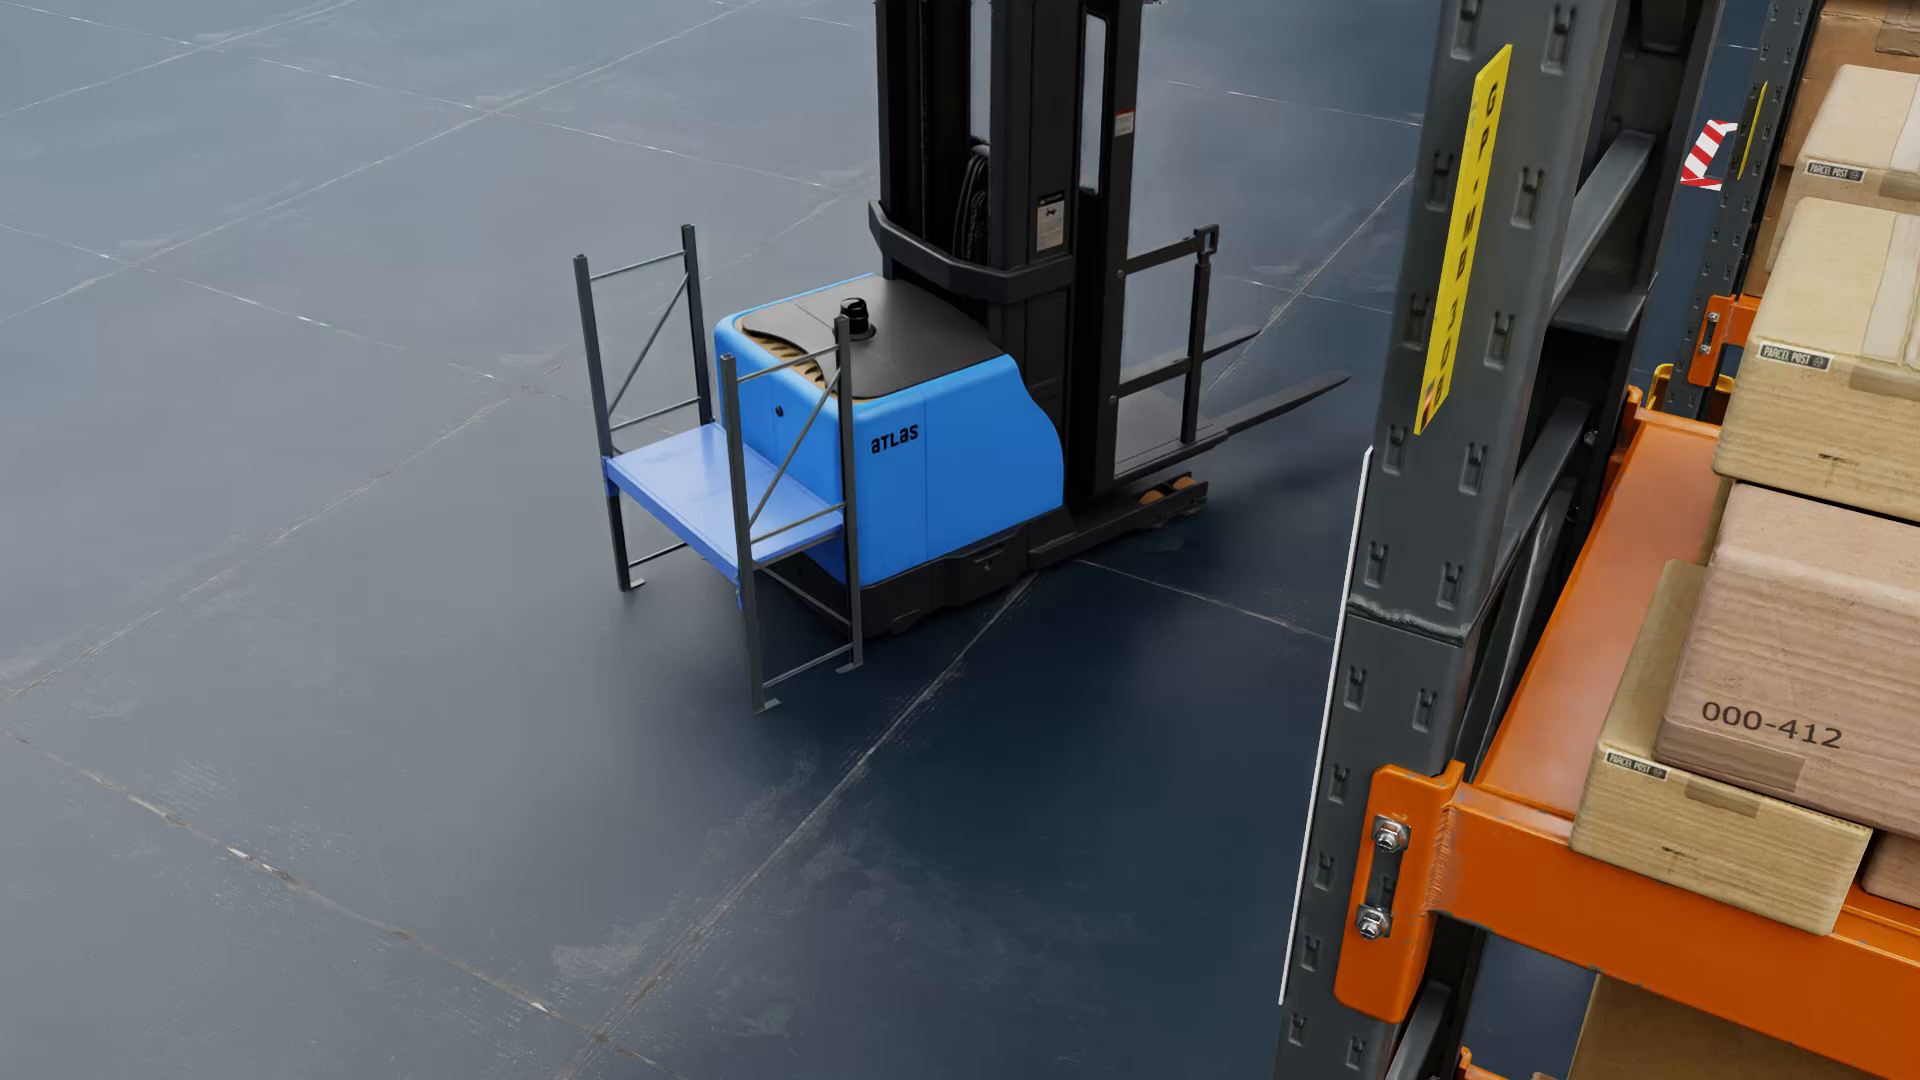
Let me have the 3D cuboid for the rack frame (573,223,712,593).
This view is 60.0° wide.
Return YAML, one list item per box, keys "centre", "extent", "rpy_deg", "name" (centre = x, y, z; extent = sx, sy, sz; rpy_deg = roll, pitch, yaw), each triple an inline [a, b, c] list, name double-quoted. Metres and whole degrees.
- centre: [-1.219, -0.497, 6.644]
  extent: [0.500, 1.500, 0.032]
  rpy_deg: [-24, 40, -31]
  name: "rack frame"

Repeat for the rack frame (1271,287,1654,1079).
- centre: [0.700, 1.100, 2.892]
  extent: [0.127, 3.000, 1.000]
  rpy_deg: [18, 37, 24]
  name: "rack frame"

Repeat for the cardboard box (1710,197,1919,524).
- centre: [0.907, -0.180, 1.615]
  extent: [0.250, 0.149, 0.380]
  rpy_deg: [17, 37, 24]
  name: "cardboard box"

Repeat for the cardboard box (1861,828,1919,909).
- centre: [1.099, 0.233, 1.715]
  extent: [0.250, 0.149, 0.380]
  rpy_deg: [16, 37, 23]
  name: "cardboard box"

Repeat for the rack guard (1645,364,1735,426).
- centre: [3.047, -0.276, 7.214]
  extent: [0.348, 0.500, 1.175]
  rpy_deg: [18, 37, 24]
  name: "rack guard"

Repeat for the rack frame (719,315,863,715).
- centre: [-0.584, -0.057, 5.983]
  extent: [0.500, 1.500, 0.032]
  rpy_deg: [-24, 40, -31]
  name: "rack frame"

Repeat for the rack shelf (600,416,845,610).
- centre: [-0.902, -0.128, 6.413]
  extent: [0.538, 0.185, 1.000]
  rpy_deg: [-24, 40, -31]
  name: "rack shelf"

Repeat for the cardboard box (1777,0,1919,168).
- centre: [3.371, -1.701, 5.989]
  extent: [0.550, 0.550, 0.875]
  rpy_deg: [18, 37, 24]
  name: "cardboard box"

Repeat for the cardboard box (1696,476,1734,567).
- centre: [1.148, -0.081, 2.185]
  extent: [0.250, 0.149, 0.380]
  rpy_deg: [18, 38, 25]
  name: "cardboard box"

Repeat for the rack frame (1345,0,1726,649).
- centre: [0.700, -1.397, 1.229]
  extent: [0.127, 3.000, 1.000]
  rpy_deg: [18, 37, 24]
  name: "rack frame"

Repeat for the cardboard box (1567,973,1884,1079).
- centre: [1.252, 0.554, 2.452]
  extent: [0.500, 0.500, 0.700]
  rpy_deg: [17, 37, 23]
  name: "cardboard box"

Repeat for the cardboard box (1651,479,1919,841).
- centre: [1.004, 0.056, 1.620]
  extent: [0.500, 0.250, 0.500]
  rpy_deg: [17, 37, 24]
  name: "cardboard box"

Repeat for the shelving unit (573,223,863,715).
- centre: [-0.902, -0.277, 6.313]
  extent: [0.538, 1.500, 1.048]
  rpy_deg: [-24, 40, -31]
  name: "shelving unit"

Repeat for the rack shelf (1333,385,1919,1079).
- centre: [2.436, 0.701, 1.434]
  extent: [4.000, 0.370, 1.077]
  rpy_deg: [18, 37, 24]
  name: "rack shelf"

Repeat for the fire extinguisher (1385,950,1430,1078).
- centre: [0.829, 0.879, 3.294]
  extent: [0.183, 0.674, 0.296]
  rpy_deg: [18, 37, 24]
  name: "fire extinguisher"

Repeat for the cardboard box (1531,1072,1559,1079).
- centre: [0.973, 1.198, 2.386]
  extent: [0.500, 0.500, 0.500]
  rpy_deg: [17, 37, 24]
  name: "cardboard box"

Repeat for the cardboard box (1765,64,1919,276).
- centre: [1.140, -0.425, 1.983]
  extent: [0.250, 0.149, 0.380]
  rpy_deg: [18, 38, 25]
  name: "cardboard box"

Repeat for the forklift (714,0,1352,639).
- centre: [0.485, -1.481, 6.830]
  extent: [3.031, 2.935, 1.130]
  rpy_deg: [-22, 40, -30]
  name: "forklift"

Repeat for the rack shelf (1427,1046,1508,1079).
- centre: [2.436, 1.949, 2.265]
  extent: [4.000, 0.370, 1.077]
  rpy_deg: [18, 37, 24]
  name: "rack shelf"

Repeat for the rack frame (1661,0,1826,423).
- centre: [3.068, -1.310, 6.511]
  extent: [0.127, 3.000, 1.000]
  rpy_deg: [18, 37, 24]
  name: "rack frame"

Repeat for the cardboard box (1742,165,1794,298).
- centre: [3.413, -1.292, 6.349]
  extent: [0.550, 0.550, 0.875]
  rpy_deg: [18, 37, 24]
  name: "cardboard box"

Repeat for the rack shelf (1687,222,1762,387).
- centre: [4.804, -0.461, 5.884]
  extent: [4.000, 0.370, 1.077]
  rpy_deg: [18, 37, 24]
  name: "rack shelf"

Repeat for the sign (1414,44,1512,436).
- centre: [0.431, -0.251, 1.426]
  extent: [0.005, 0.325, 0.100]
  rpy_deg: [18, 37, 24]
  name: "sign"

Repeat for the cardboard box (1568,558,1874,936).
- centre: [0.827, 0.203, 1.759]
  extent: [0.250, 0.149, 0.380]
  rpy_deg: [18, 38, 24]
  name: "cardboard box"

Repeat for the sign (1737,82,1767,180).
- centre: [2.787, -1.438, 5.850]
  extent: [0.005, 0.325, 0.100]
  rpy_deg: [18, 37, 24]
  name: "sign"

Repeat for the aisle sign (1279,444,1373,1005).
- centre: [0.492, 0.150, 1.973]
  extent: [0.004, 0.787, 0.394]
  rpy_deg: [18, 37, 24]
  name: "aisle sign"
